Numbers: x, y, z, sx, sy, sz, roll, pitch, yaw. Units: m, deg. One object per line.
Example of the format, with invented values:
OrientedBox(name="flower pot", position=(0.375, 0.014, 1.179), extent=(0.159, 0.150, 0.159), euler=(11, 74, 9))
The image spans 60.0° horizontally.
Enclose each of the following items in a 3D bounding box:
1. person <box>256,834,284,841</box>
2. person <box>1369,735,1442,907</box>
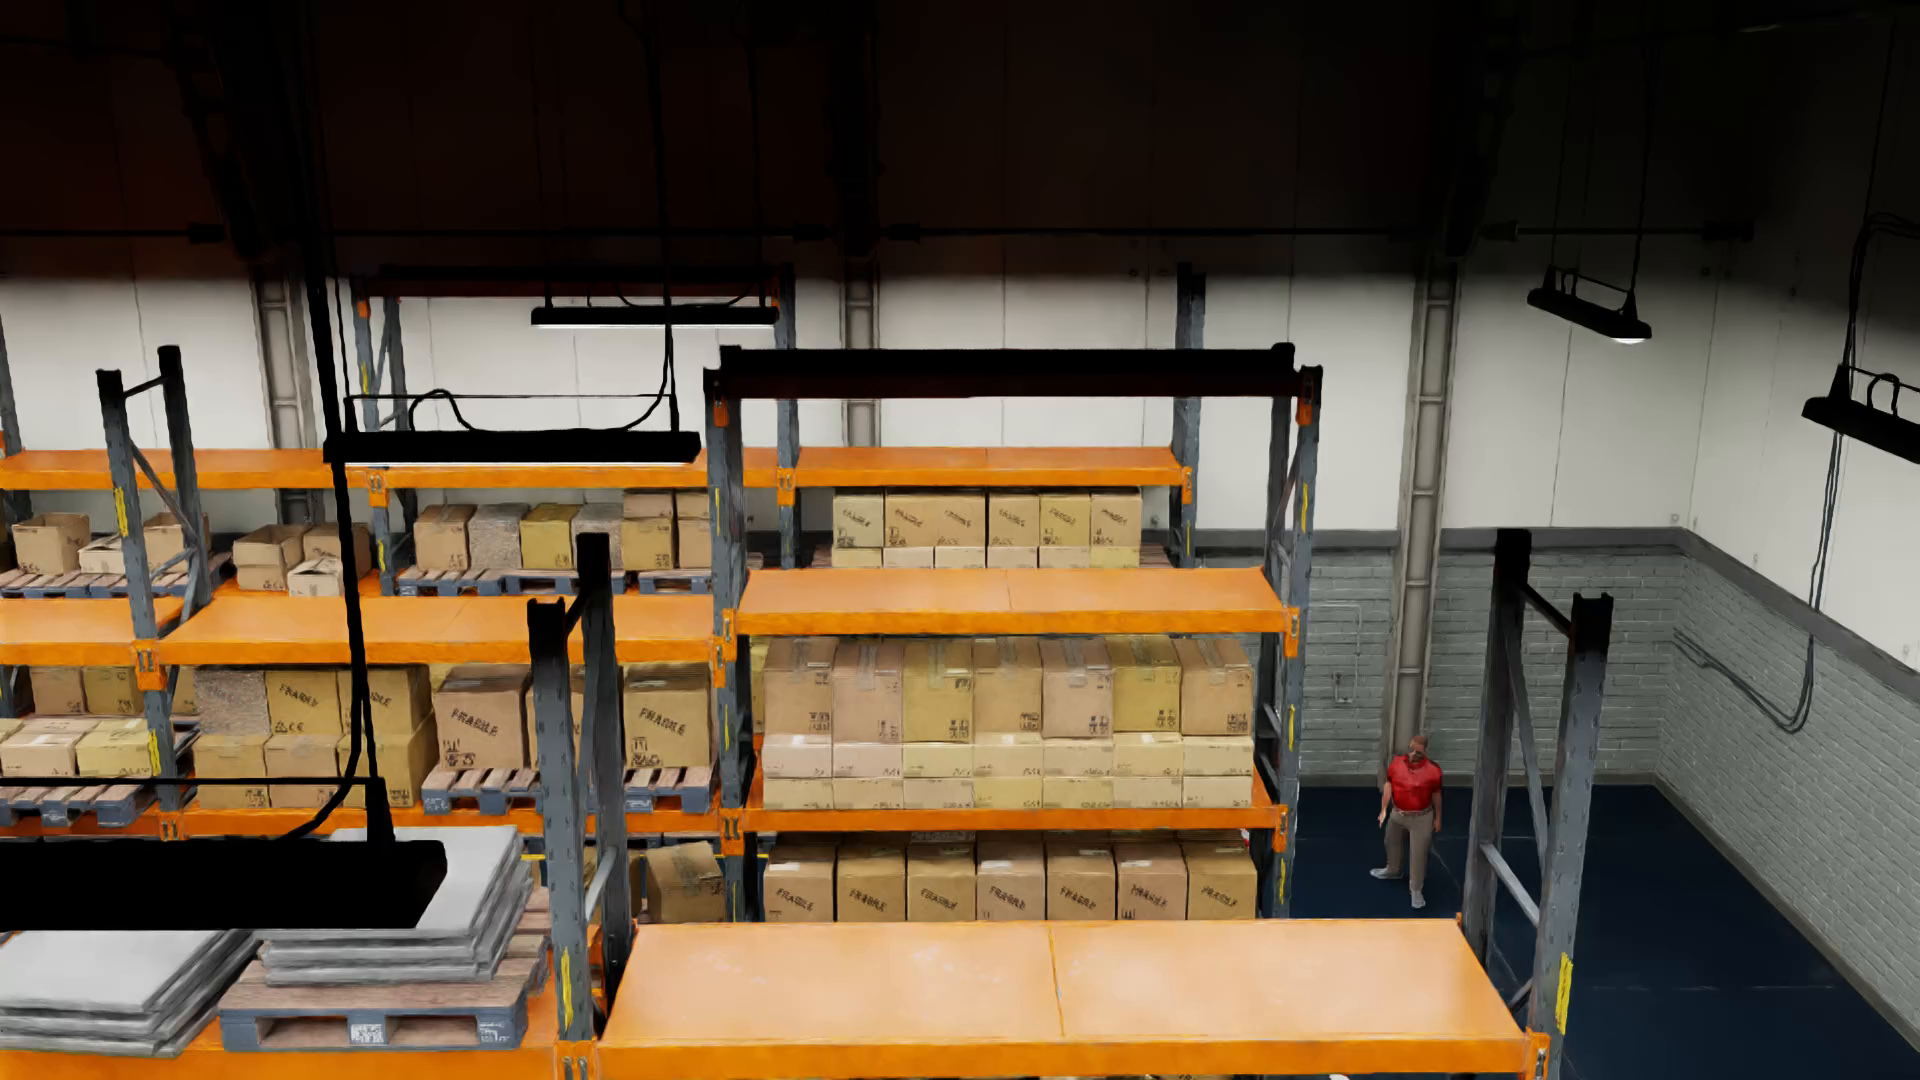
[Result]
OrientedBox(name="person", position=(-6.631, 2.751, 16.244), extent=(0.532, 1.629, 0.592), euler=(-1, 16, -3))
OrientedBox(name="person", position=(4.356, 2.672, 16.341), extent=(0.719, 1.723, 0.507), euler=(14, 21, 40))
